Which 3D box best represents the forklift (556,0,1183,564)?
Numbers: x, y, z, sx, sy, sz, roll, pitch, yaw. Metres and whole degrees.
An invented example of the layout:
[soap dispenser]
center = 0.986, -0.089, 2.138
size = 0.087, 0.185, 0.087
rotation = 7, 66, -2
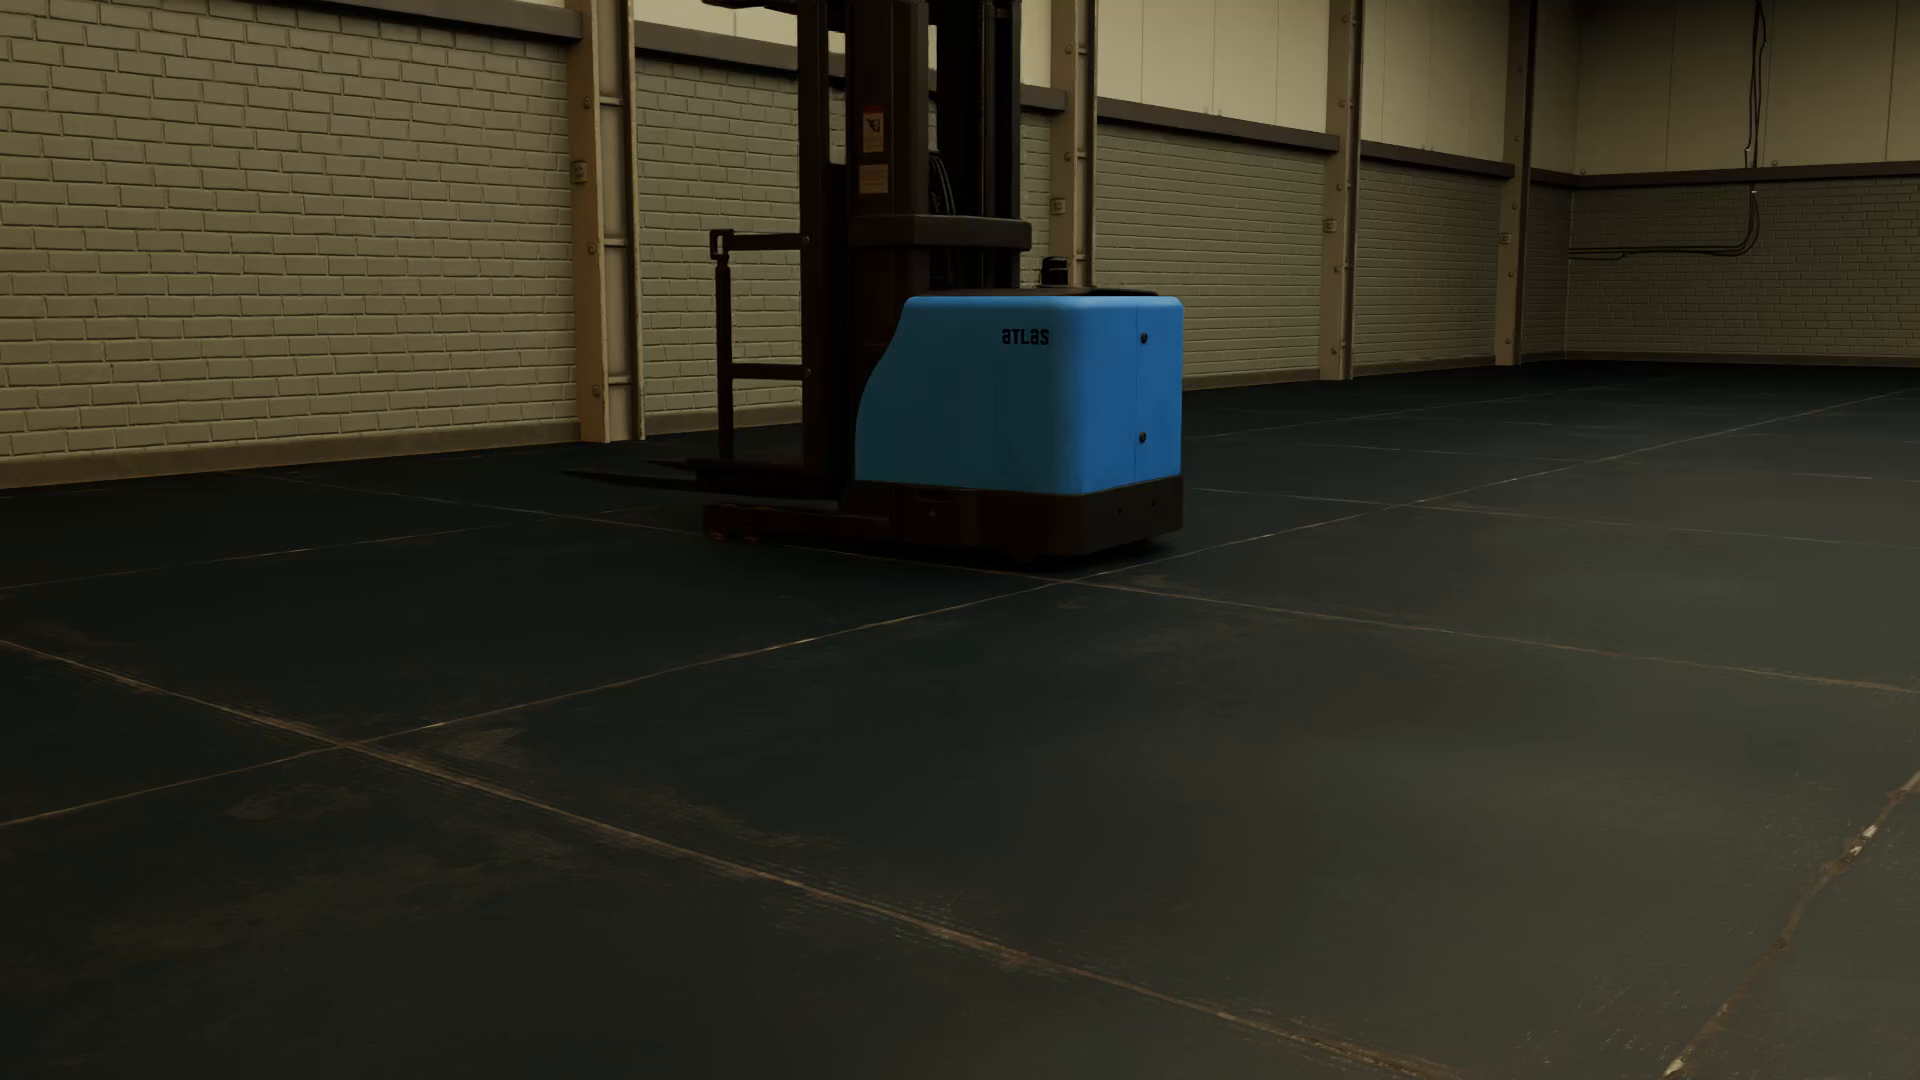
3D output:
[forklift]
center = -0.544, -1.493, 7.482
size = 3.031, 2.935, 1.130
rotation = 5, 10, 33
